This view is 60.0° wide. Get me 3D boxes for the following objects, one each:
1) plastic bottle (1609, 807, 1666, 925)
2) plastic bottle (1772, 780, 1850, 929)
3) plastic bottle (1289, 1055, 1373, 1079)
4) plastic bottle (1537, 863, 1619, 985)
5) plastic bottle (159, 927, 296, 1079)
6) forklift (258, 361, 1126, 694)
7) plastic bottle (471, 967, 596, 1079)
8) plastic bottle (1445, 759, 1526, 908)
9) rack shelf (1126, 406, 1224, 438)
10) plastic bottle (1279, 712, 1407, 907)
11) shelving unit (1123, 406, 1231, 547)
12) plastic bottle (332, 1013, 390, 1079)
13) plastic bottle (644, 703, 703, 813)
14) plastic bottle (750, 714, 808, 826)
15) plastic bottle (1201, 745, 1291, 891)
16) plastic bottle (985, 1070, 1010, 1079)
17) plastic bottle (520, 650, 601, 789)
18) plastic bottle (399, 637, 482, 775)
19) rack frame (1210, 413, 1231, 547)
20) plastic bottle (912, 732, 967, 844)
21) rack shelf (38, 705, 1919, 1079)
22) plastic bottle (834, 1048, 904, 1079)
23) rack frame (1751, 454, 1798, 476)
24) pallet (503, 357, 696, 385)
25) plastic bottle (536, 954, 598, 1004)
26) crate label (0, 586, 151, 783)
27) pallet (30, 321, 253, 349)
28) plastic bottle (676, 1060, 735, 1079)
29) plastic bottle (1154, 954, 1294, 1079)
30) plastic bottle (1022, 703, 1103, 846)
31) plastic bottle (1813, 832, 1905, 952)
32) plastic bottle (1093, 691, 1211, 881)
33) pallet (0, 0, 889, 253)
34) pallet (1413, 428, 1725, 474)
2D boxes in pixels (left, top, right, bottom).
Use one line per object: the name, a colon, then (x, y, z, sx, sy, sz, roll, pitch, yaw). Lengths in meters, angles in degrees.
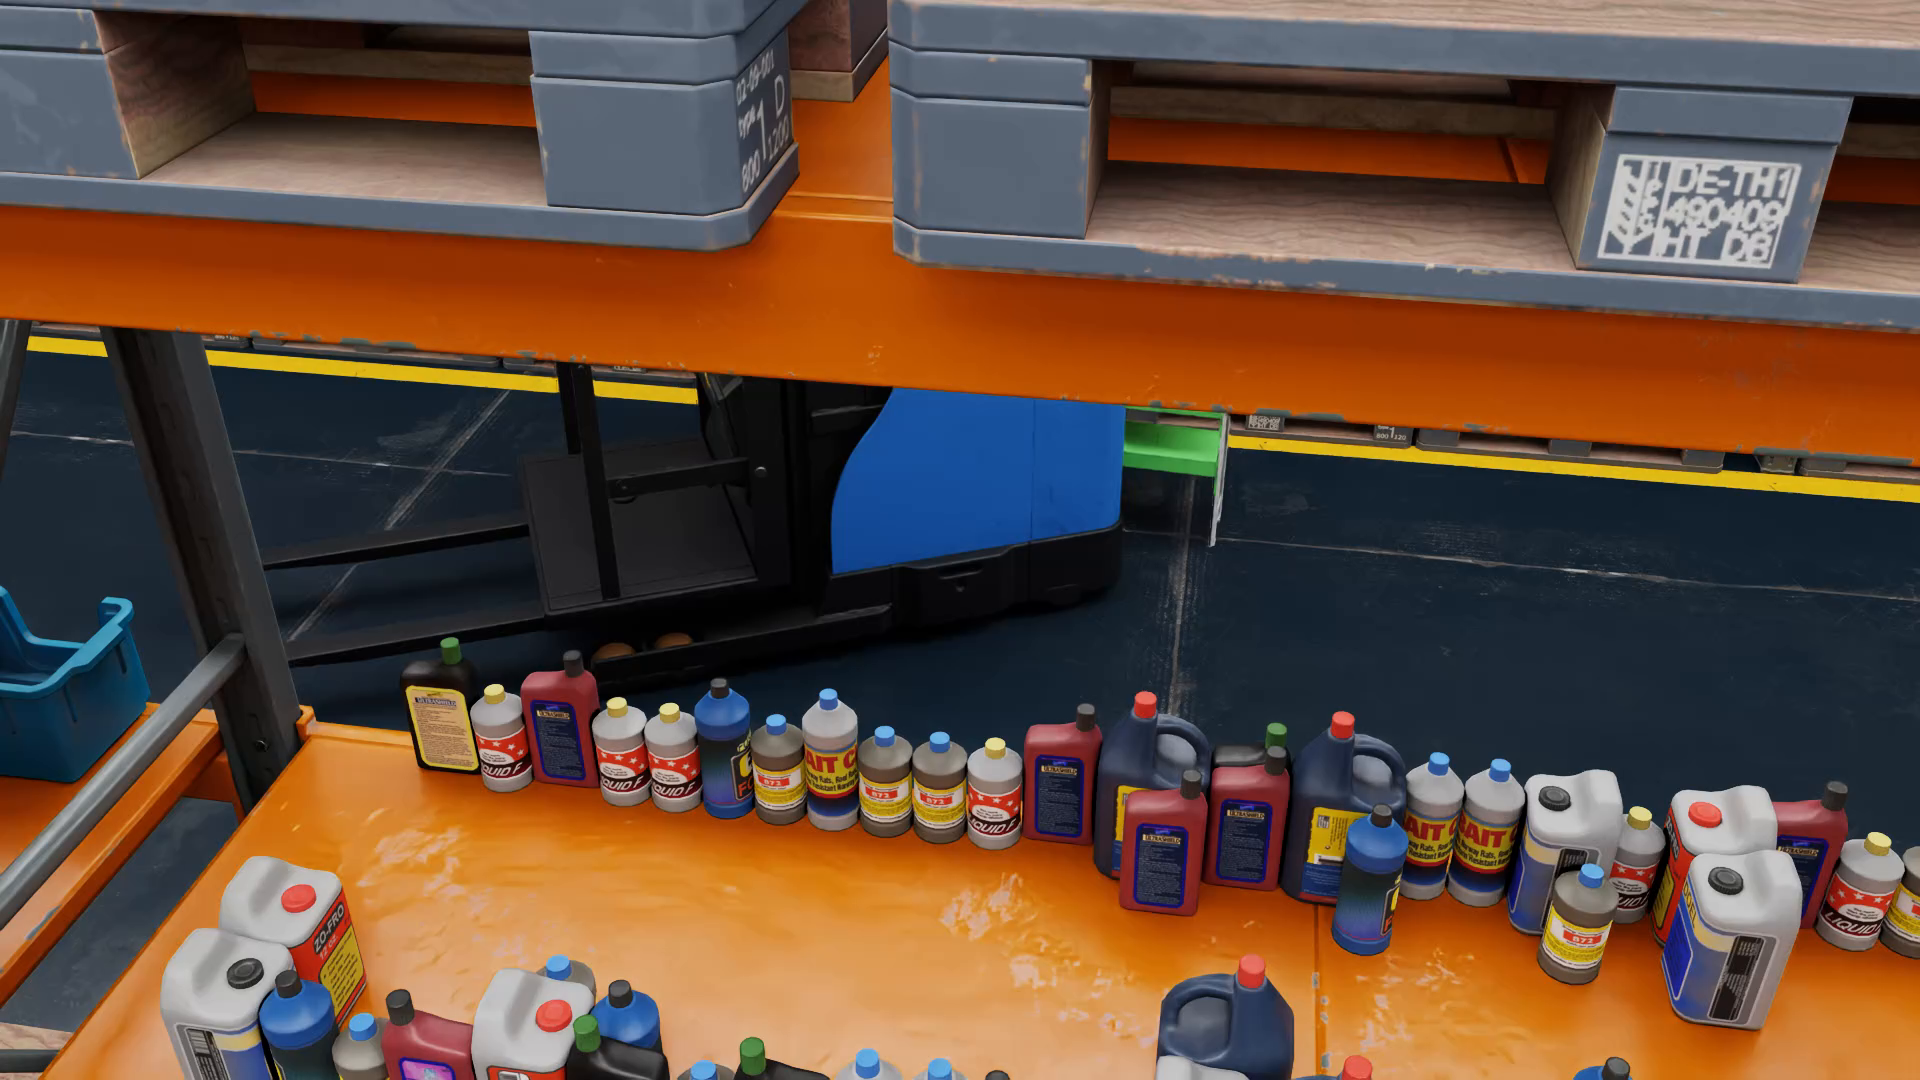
plastic bottle: (1.109, 0.531, 2.762, 0.097, 0.201, 0.097, 0, 32, 0)
plastic bottle: (1.358, 0.509, 2.720, 0.133, 0.283, 0.061, 5, 32, 8)
plastic bottle: (0.477, 0.806, 2.181, 0.185, 0.351, 0.144, 5, 32, 8)
plastic bottle: (0.987, 0.602, 2.649, 0.097, 0.201, 0.097, 0, 32, 0)
plastic bottle: (-1.047, 0.698, 2.425, 0.135, 0.276, 0.152, 5, 32, 8)
forklift: (-1.004, -1.052, 5.168, 3.031, 2.935, 1.130, -9, 33, -15)
plastic bottle: (-0.591, 0.739, 2.359, 0.135, 0.276, 0.152, 5, 32, 8)
plastic bottle: (0.880, 0.481, 2.776, 0.097, 0.271, 0.097, 0, 32, 0)
rack shelf: (0.734, -0.523, 6.075, 0.480, 0.148, 0.258, 7, 33, 12)
plastic bottle: (0.641, 0.438, 2.770, 0.185, 0.351, 0.144, 5, 32, 8)
shelving unit: (0.734, -0.577, 6.041, 0.503, 1.200, 0.258, 7, 33, 12)
plastic bottle: (-0.842, 0.763, 2.391, 0.097, 0.201, 0.097, 0, 32, 0)
plastic bottle: (-0.515, 0.384, 2.997, 0.097, 0.201, 0.097, 0, 32, 0)
plastic bottle: (-0.323, 0.401, 2.969, 0.097, 0.201, 0.097, 0, 32, 0)
plastic bottle: (0.481, 0.462, 2.794, 0.133, 0.283, 0.061, 5, 32, 8)
plastic bottle: (0.084, 0.822, 2.220, 0.133, 0.283, 0.061, 5, 32, 8)
plastic bottle: (-0.721, 0.321, 3.021, 0.133, 0.283, 0.061, 5, 32, 8)
plastic bottle: (-0.949, 0.300, 3.053, 0.133, 0.283, 0.061, 5, 32, 8)
rack frame: (0.970, -0.546, 5.992, 0.015, 1.200, 0.240, 7, 33, 12)
plastic bottle: (-0.035, 0.427, 2.927, 0.097, 0.201, 0.097, 0, 32, 0)
rack shelf: (0.552, 0.921, 2.629, 4.000, 0.370, 1.077, 5, 32, 8)
plastic bottle: (-0.123, 0.798, 2.269, 0.097, 0.271, 0.097, 0, 32, 0)
rack frame: (3.361, -1.796, 6.292, 0.127, 3.000, 1.000, 5, 32, 8)
pallet: (-1.387, -1.065, 7.752, 1.213, 0.211, 1.003, 5, 32, 8)
plastic bottle: (-0.589, 0.704, 2.486, 0.097, 0.201, 0.097, 0, 32, 0)
crate label: (-1.772, 0.275, 3.141, 0.416, 0.233, 0.303, 5, 32, 8)
pallet: (-3.793, -1.282, 8.100, 1.213, 0.211, 1.003, 5, 32, 8)
plastic bottle: (-0.350, 0.807, 2.320, 0.097, 0.201, 0.097, 0, 32, 0)
plastic bottle: (0.370, 0.715, 2.327, 0.185, 0.351, 0.144, 5, 32, 8)
plastic bottle: (0.178, 0.402, 2.890, 0.133, 0.283, 0.061, 5, 32, 8)
plastic bottle: (1.469, 0.564, 2.710, 0.097, 0.201, 0.097, 0, 32, 0)
plastic bottle: (0.328, 0.410, 2.815, 0.185, 0.351, 0.144, 5, 32, 8)
pallet: (-0.682, -0.634, 1.787, 1.213, 0.211, 1.003, 5, 32, 8)
pallet: (2.552, -0.666, 7.116, 1.213, 0.211, 1.003, 5, 32, 8)
